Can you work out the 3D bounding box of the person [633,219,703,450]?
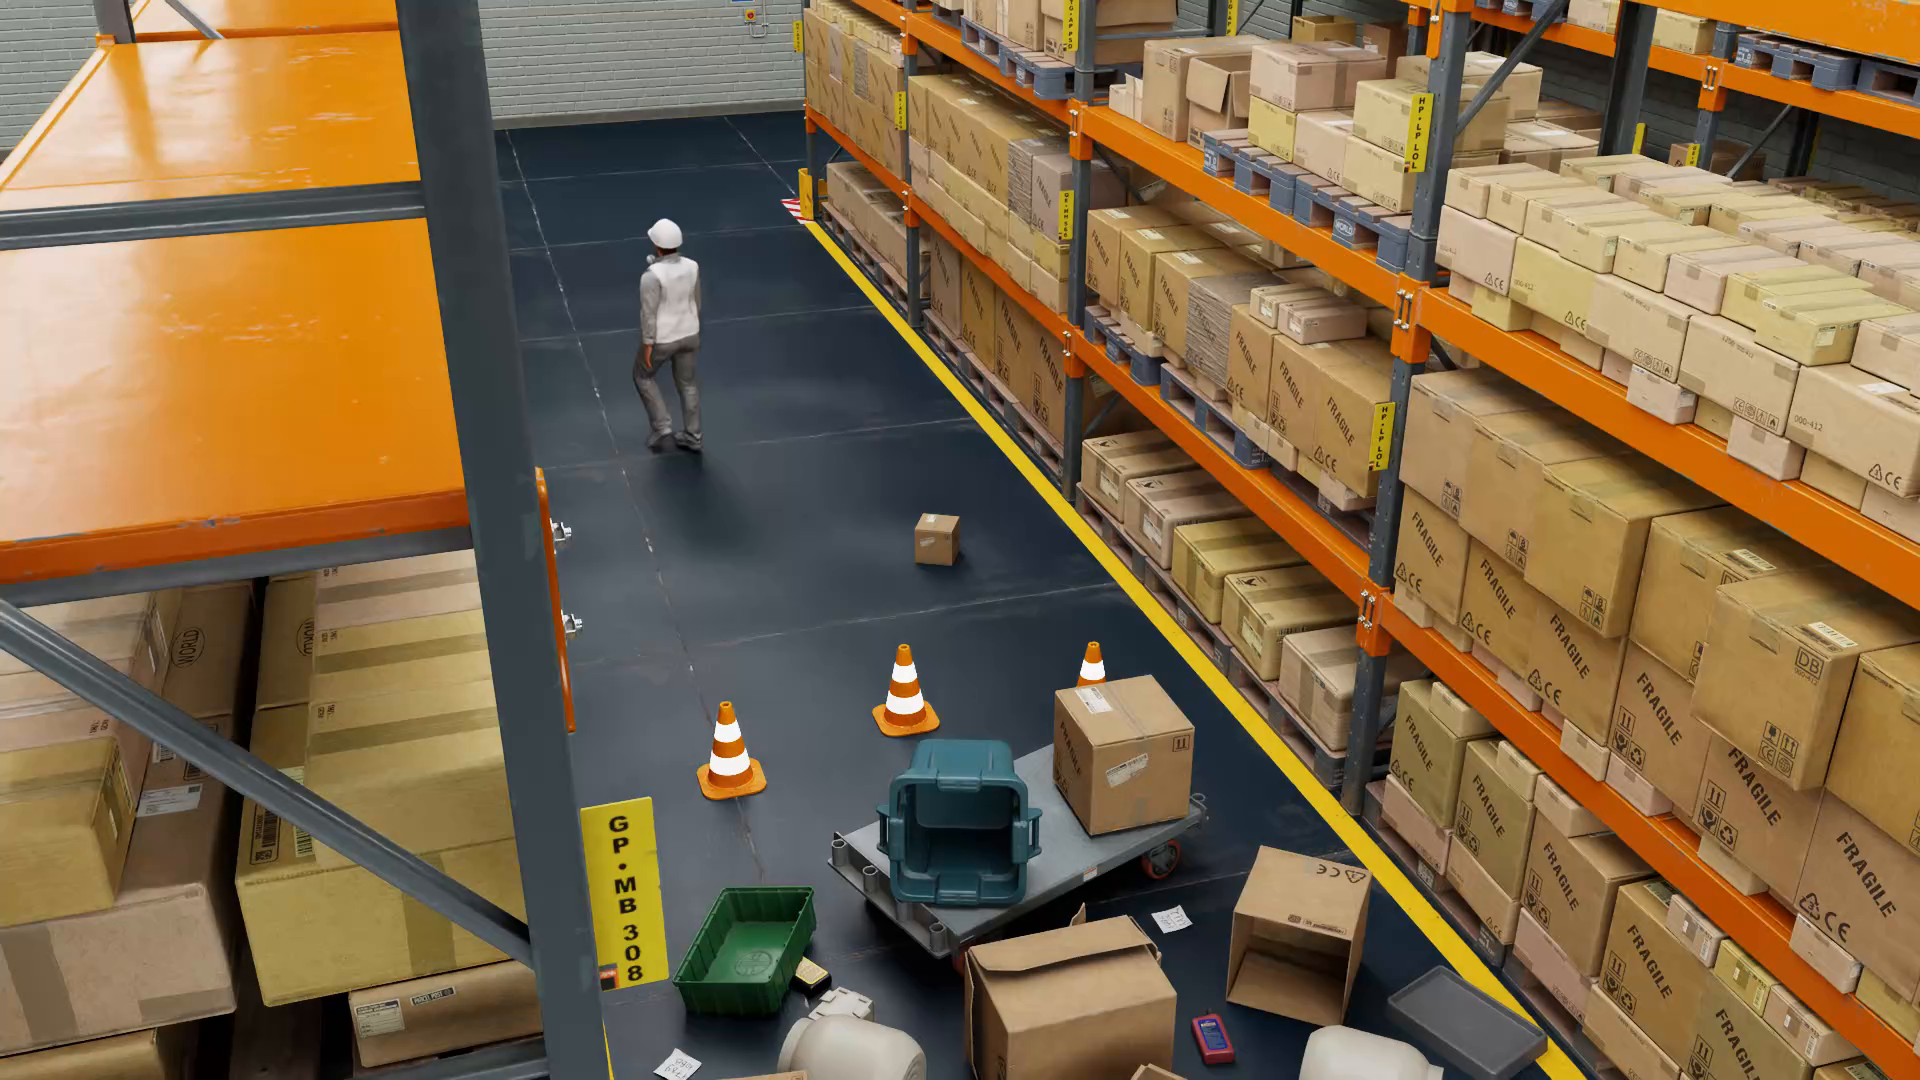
[{"bbox_3d":[-2.176,-1.512,12.419,0.577,1.821,0.542,-22,33,-37],"label":"person"}]
